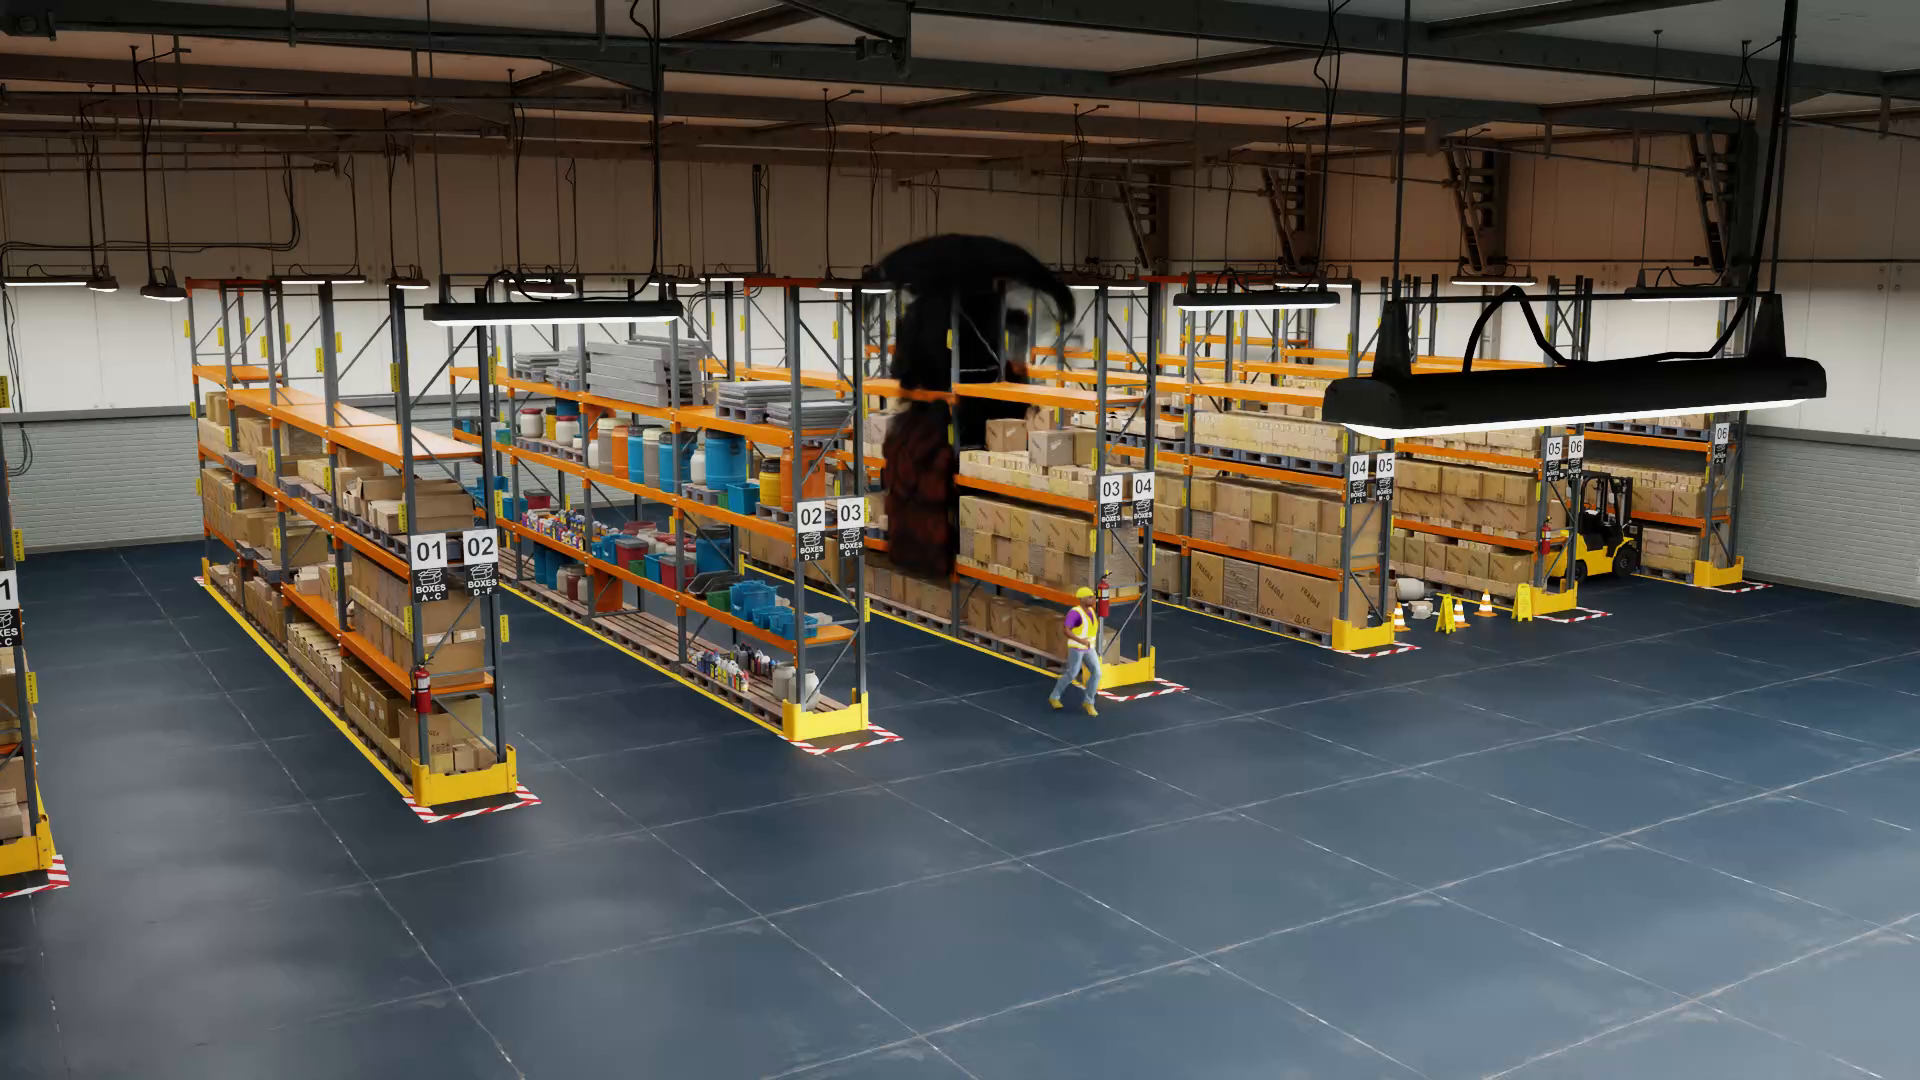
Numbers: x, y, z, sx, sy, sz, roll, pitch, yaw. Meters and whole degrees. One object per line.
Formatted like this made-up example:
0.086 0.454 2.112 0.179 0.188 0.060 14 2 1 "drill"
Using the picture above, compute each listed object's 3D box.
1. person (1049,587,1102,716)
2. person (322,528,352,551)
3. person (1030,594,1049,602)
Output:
1.726 1.559 23.553 0.760 1.789 0.760 9 13 42 "person"
-12.762 -0.162 33.862 0.503 1.721 0.741 3 10 19 "person"
1.554 0.297 30.982 0.641 1.772 0.651 -7 12 -37 "person"
